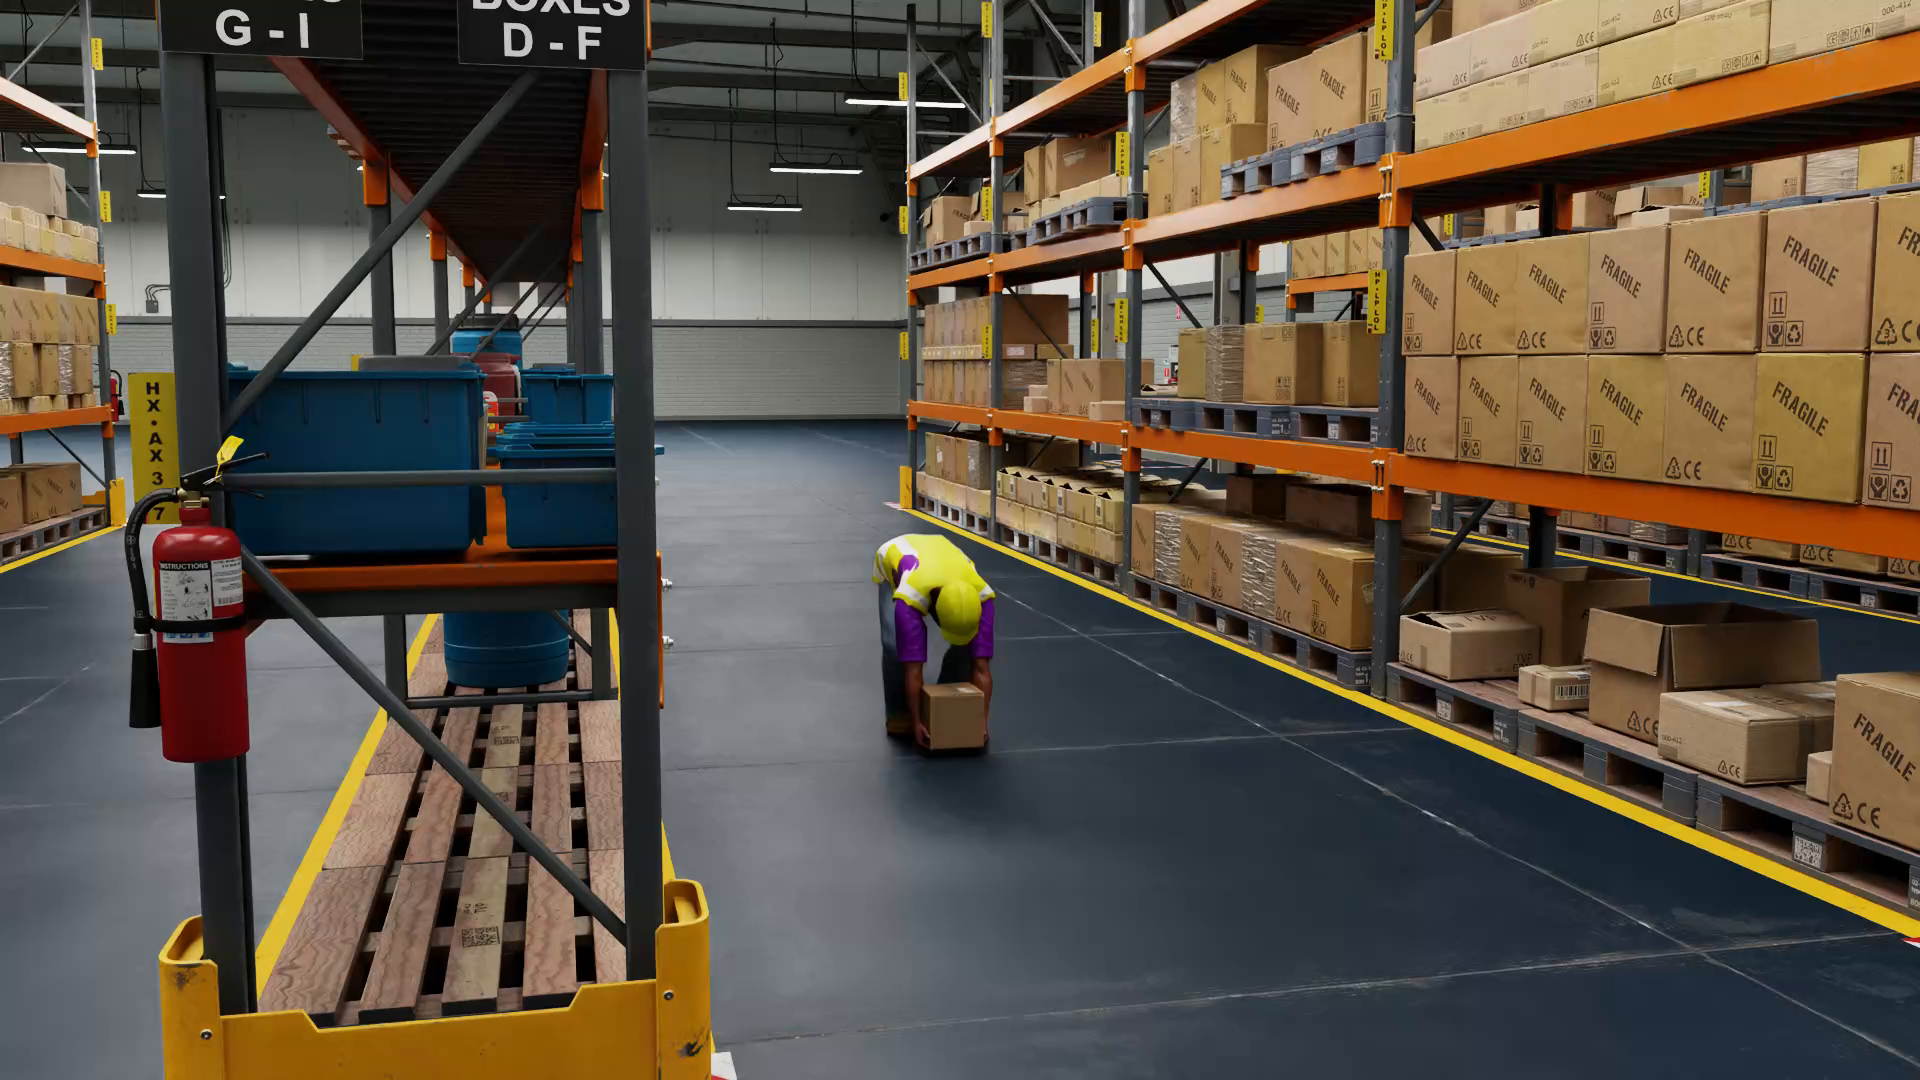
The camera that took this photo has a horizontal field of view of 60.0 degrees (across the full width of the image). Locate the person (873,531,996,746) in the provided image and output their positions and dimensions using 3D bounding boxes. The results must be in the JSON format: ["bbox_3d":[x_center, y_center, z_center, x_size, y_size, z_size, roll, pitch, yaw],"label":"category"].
[{"bbox_3d":[-10.384,-2.920,1.592,23.532,9.000,6.298,-2,6,-16],"label":"person"}]
